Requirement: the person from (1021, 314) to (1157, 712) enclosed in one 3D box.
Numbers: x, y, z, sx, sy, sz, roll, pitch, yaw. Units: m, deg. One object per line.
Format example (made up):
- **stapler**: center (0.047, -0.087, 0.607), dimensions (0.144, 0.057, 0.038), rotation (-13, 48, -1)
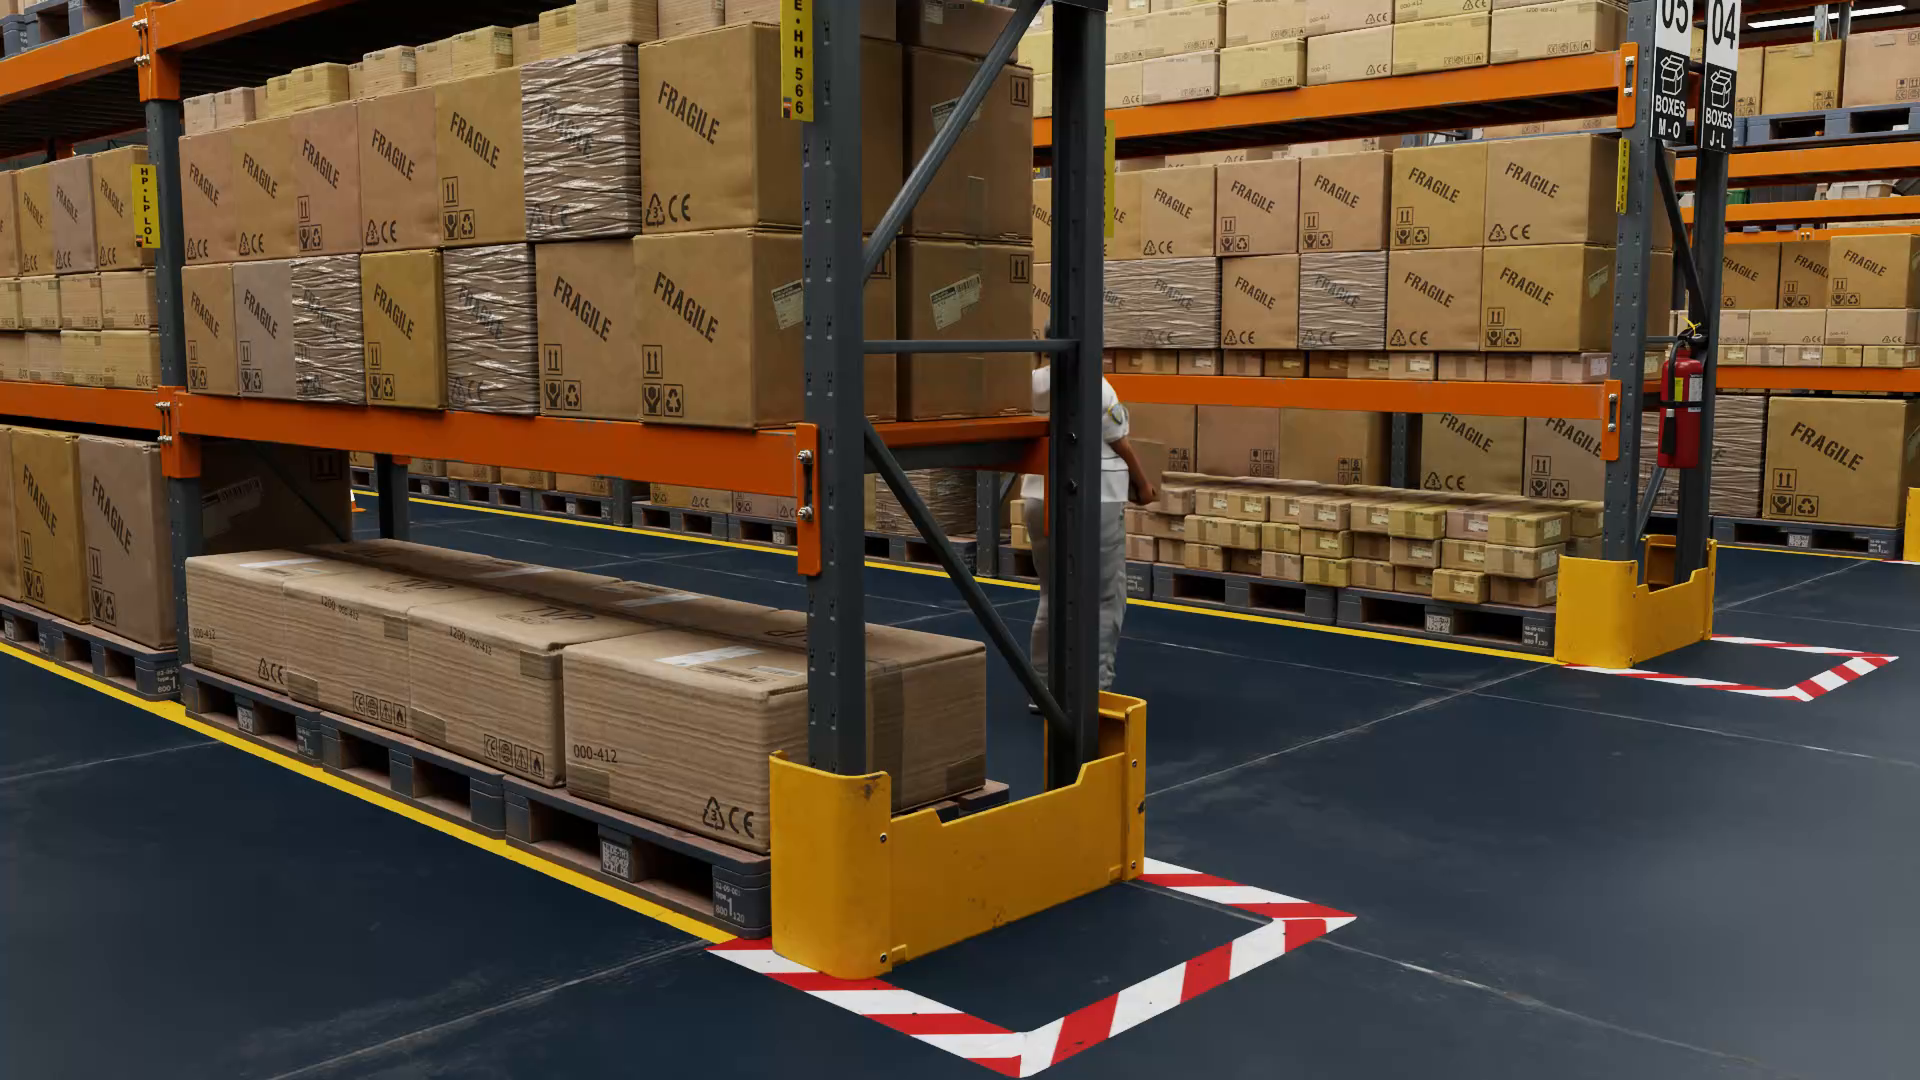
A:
- **person**: center (0.520, -0.114, 6.712), dimensions (0.453, 1.656, 0.526), rotation (7, 10, 44)
